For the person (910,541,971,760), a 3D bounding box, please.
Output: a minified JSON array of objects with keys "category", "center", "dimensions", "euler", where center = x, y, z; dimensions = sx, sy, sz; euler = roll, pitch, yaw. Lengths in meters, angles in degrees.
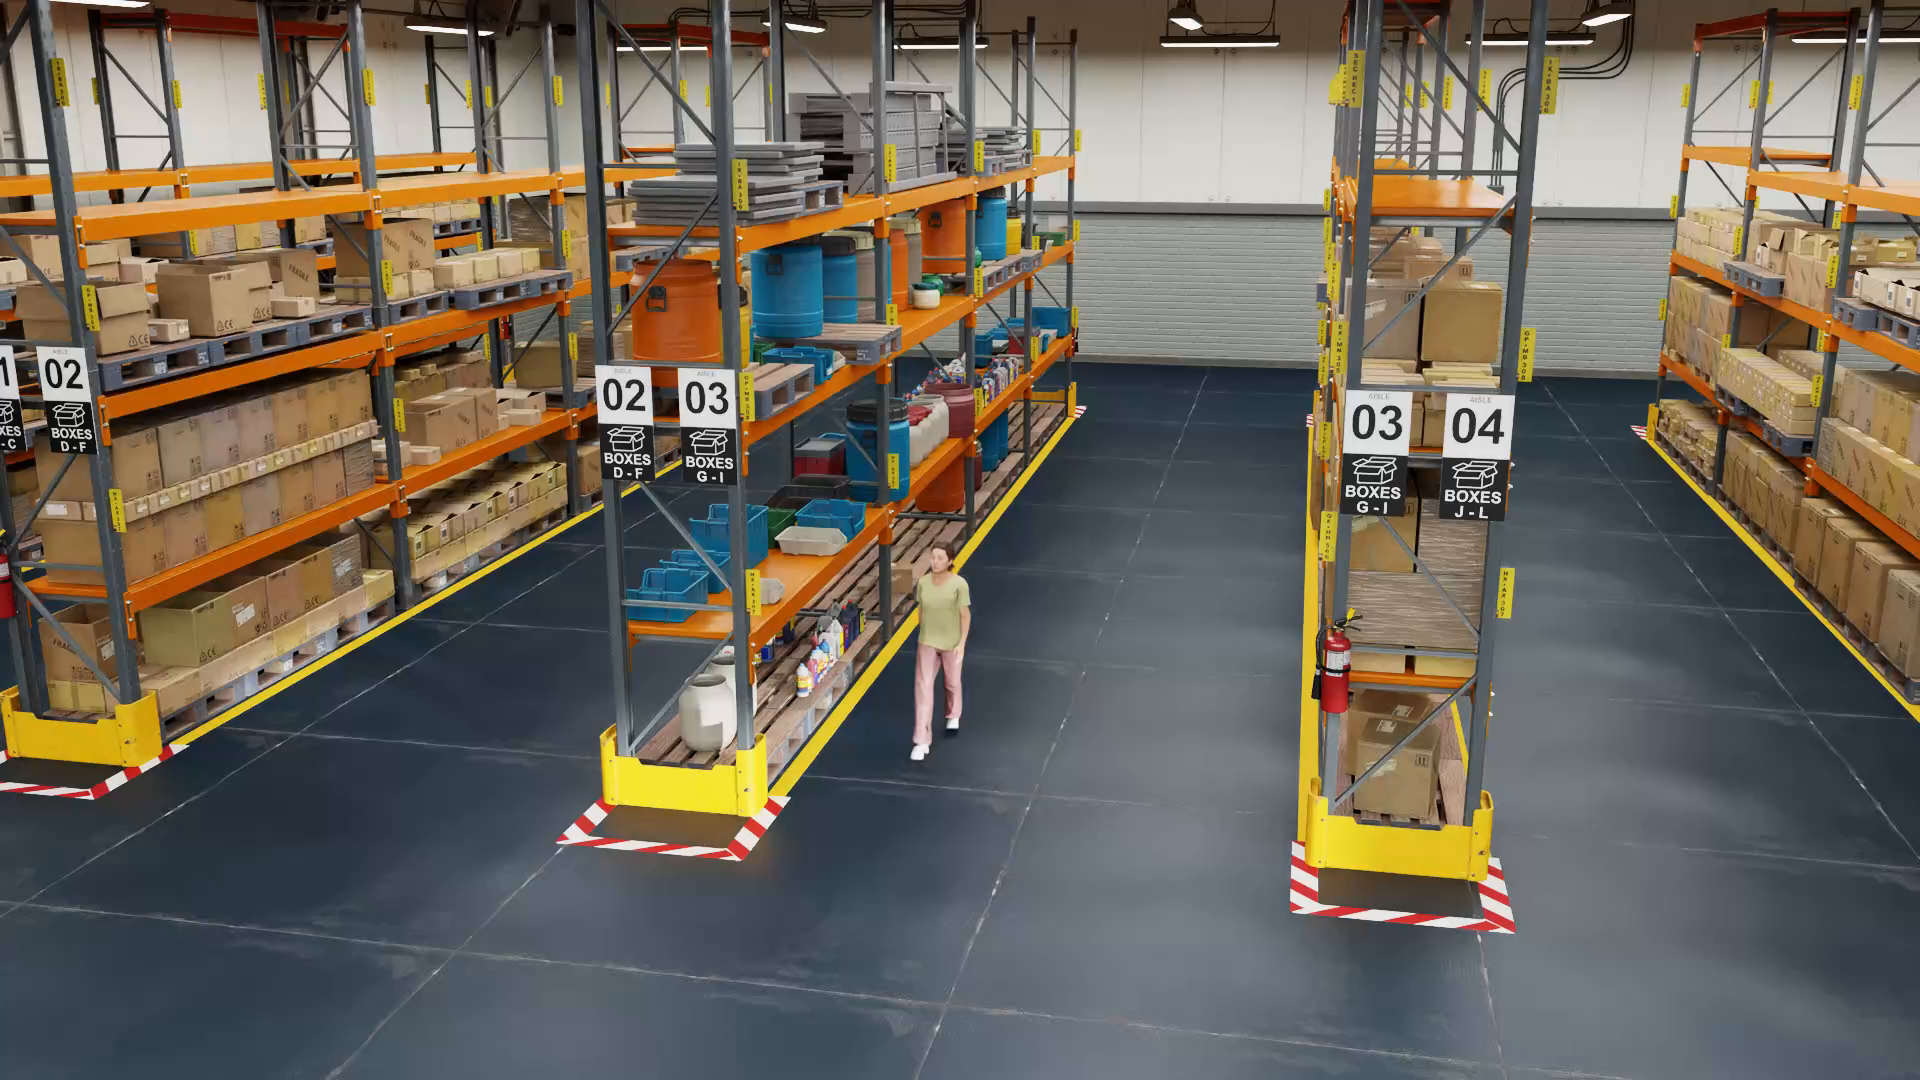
[{"category":"person","center":[-0.146,0.814,12.890],"dimensions":[0.453,1.609,1.024],"euler":[3,15,10]}]
